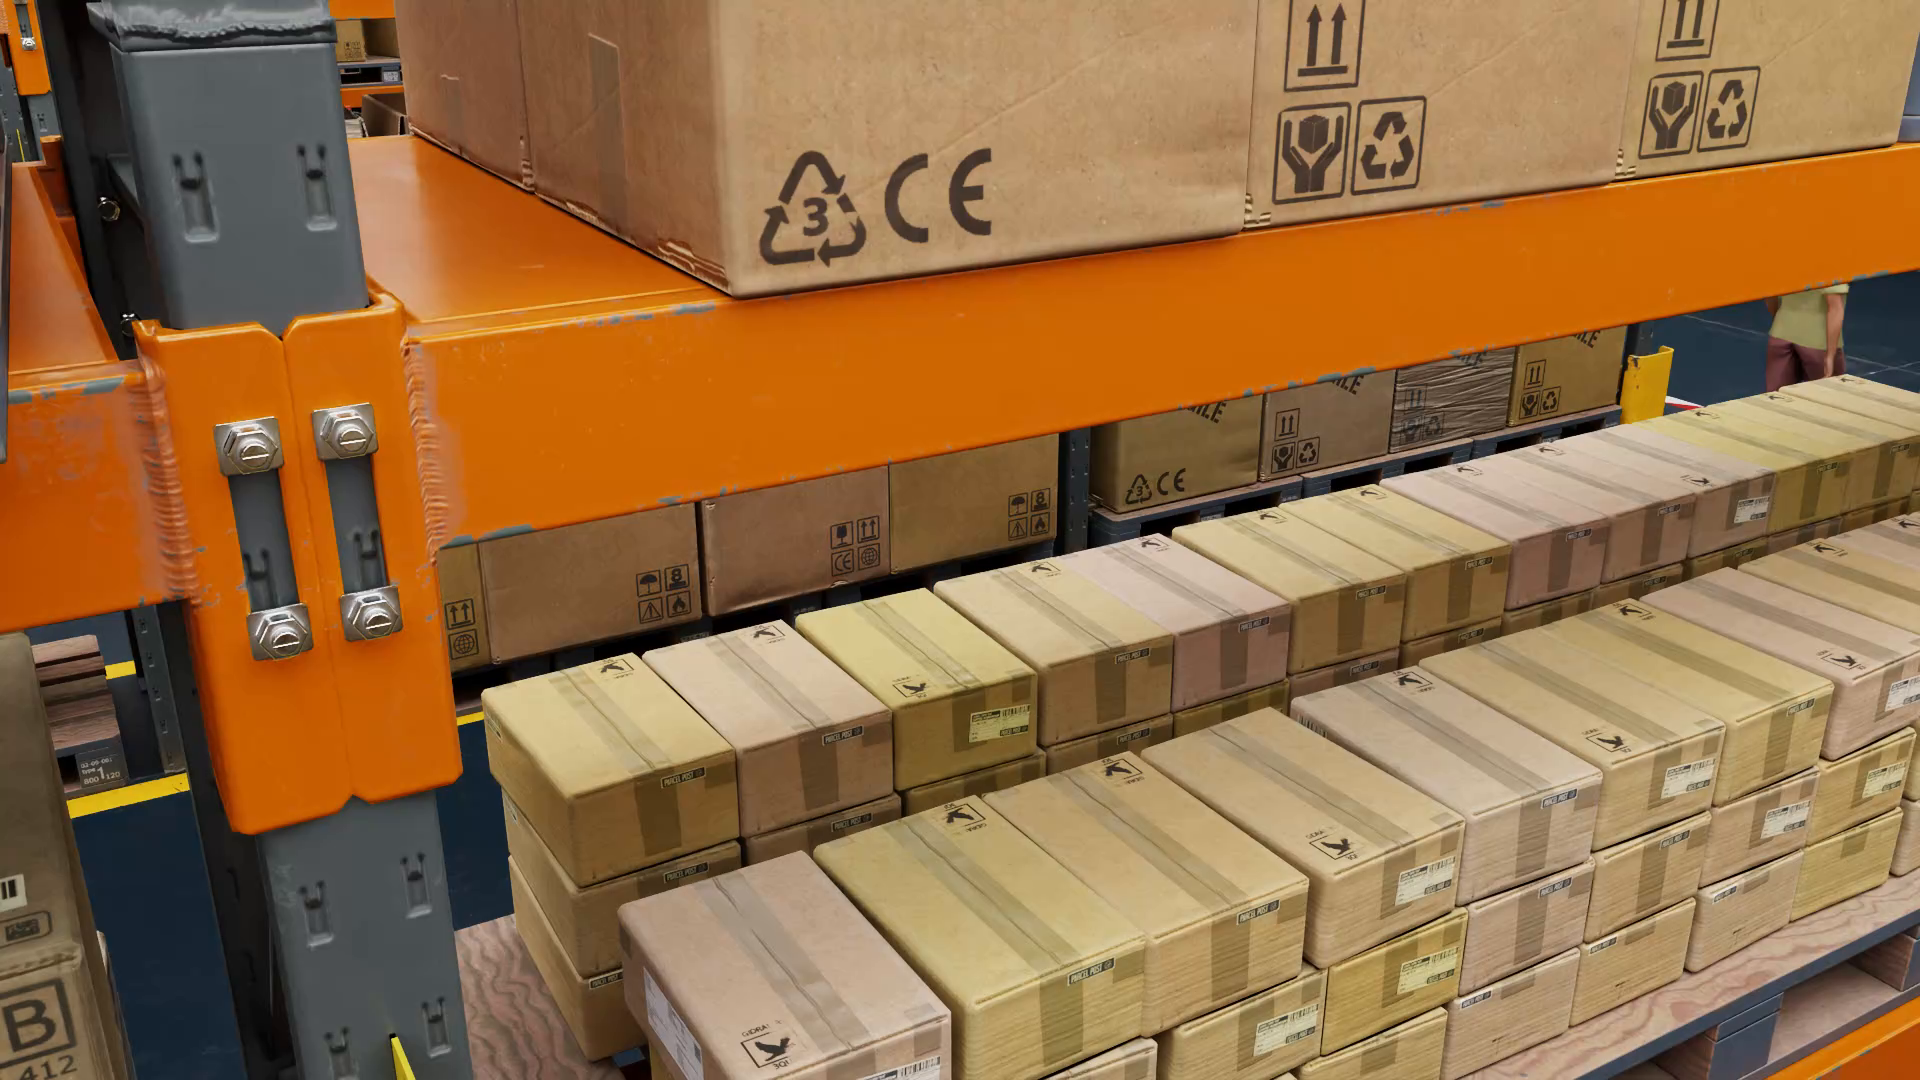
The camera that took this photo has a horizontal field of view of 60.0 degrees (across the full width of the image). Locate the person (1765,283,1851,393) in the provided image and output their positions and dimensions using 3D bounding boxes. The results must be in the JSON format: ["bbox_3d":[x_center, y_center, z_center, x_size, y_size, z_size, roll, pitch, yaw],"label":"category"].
[{"bbox_3d":[4.474,-1.042,8.690,0.830,1.645,0.494,-16,27,-35],"label":"person"}]
